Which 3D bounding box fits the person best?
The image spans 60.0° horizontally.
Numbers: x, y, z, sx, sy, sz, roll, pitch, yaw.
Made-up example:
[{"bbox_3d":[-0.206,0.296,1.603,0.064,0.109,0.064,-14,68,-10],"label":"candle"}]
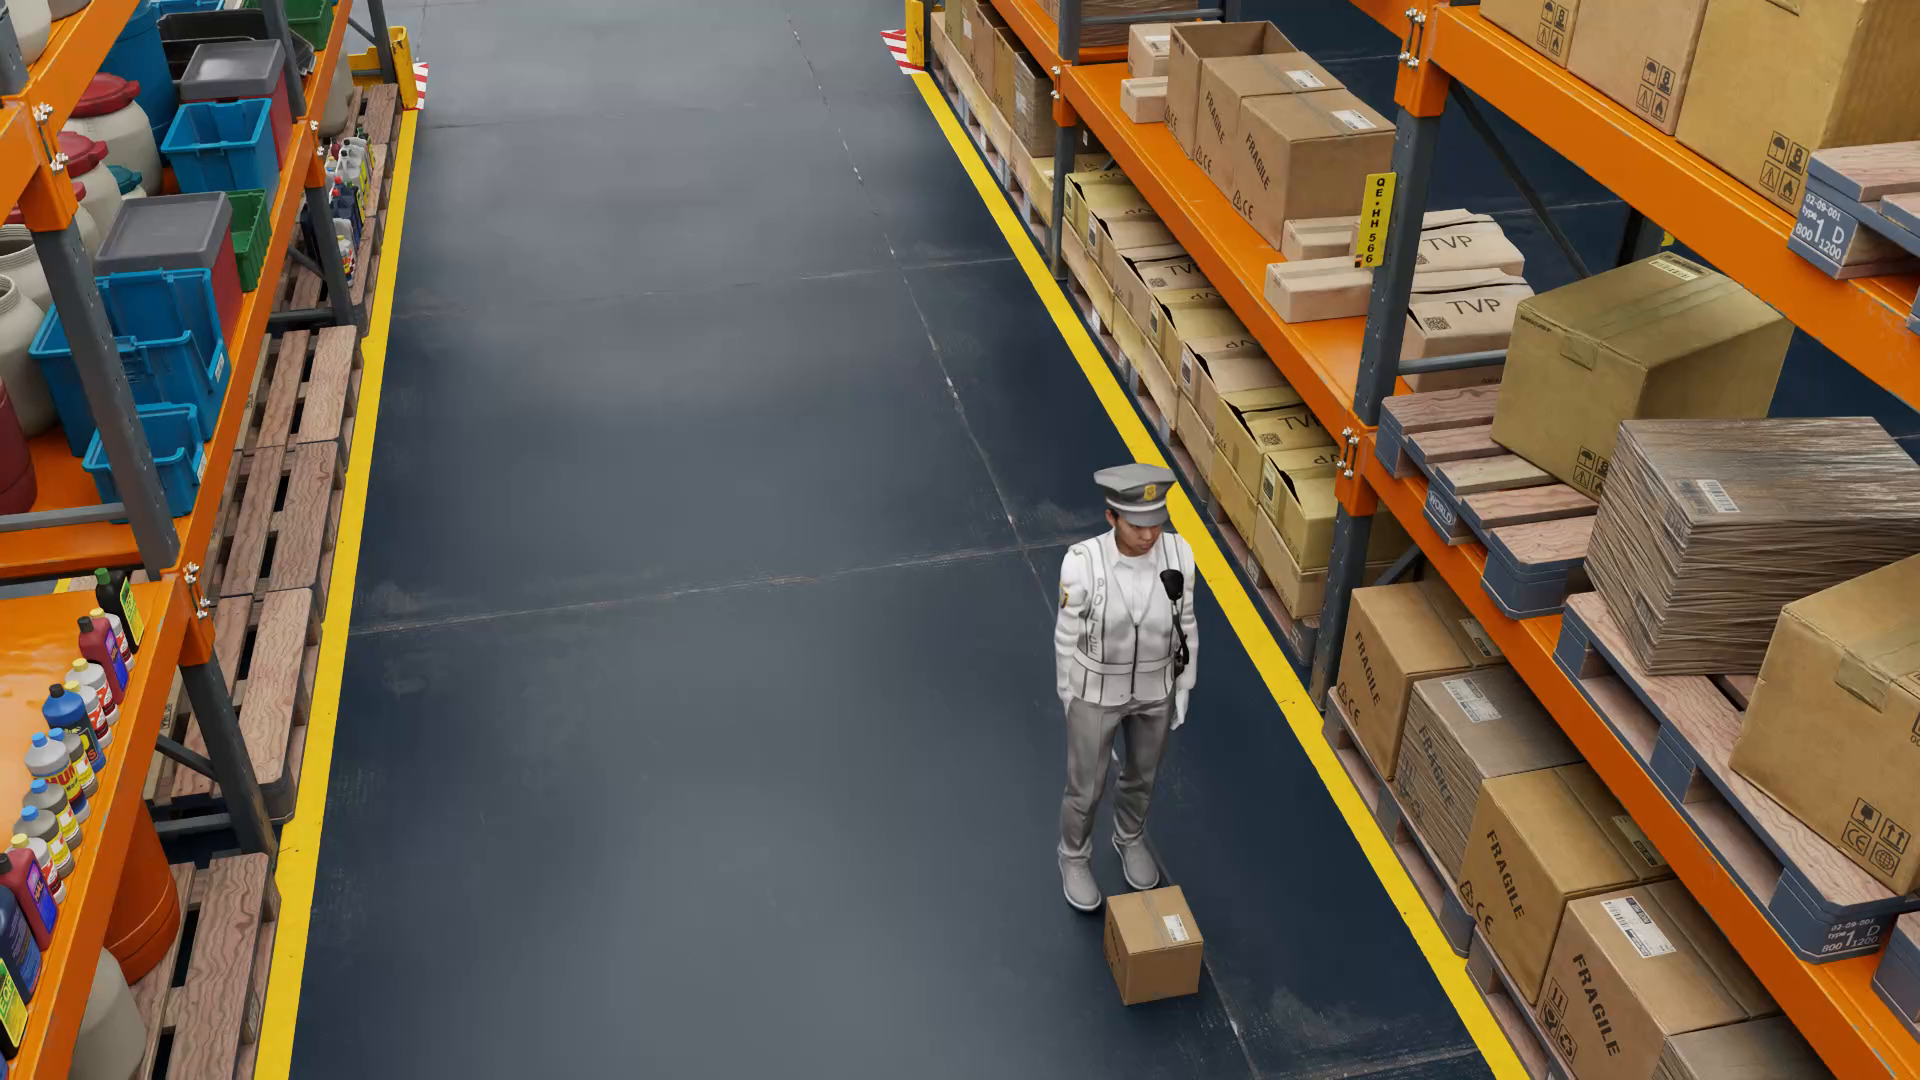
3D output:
[{"bbox_3d":[0.541,0.487,5.423,0.465,1.679,0.342,-6,35,-9],"label":"person"}]
